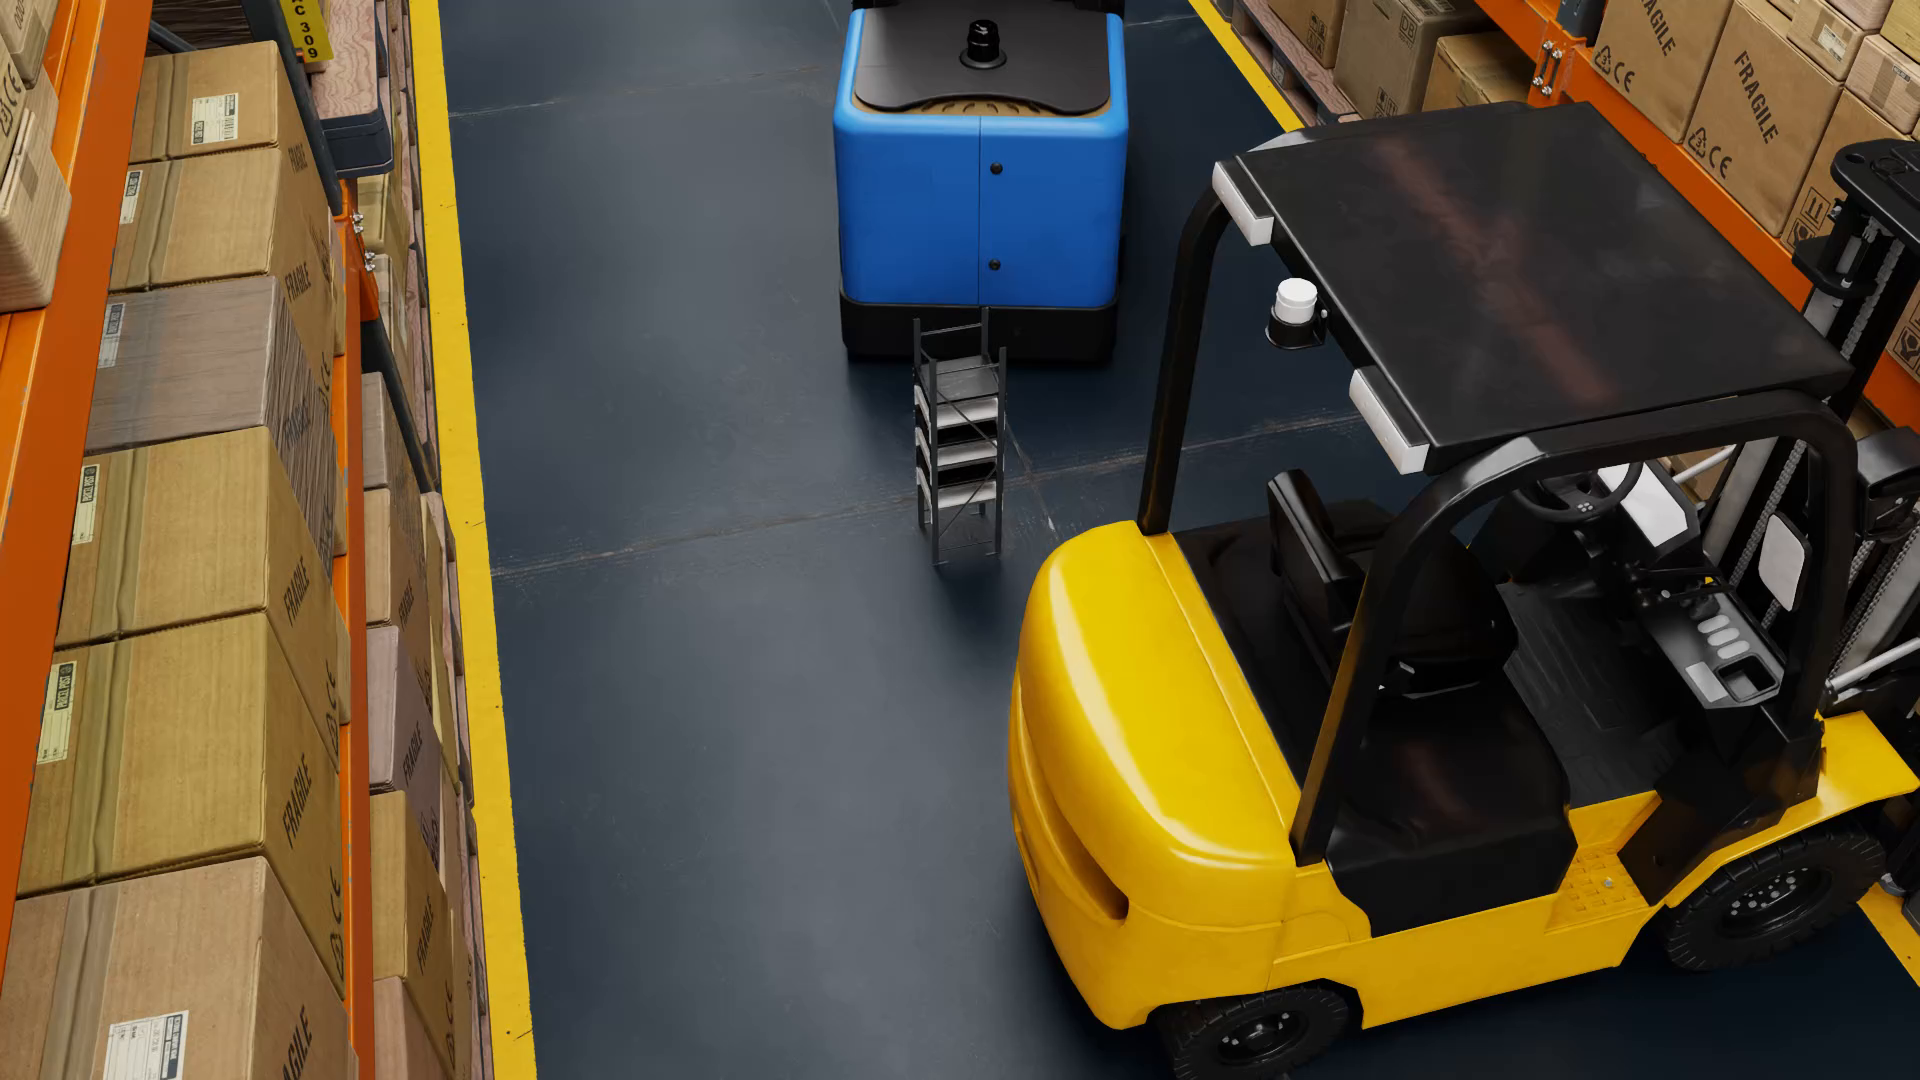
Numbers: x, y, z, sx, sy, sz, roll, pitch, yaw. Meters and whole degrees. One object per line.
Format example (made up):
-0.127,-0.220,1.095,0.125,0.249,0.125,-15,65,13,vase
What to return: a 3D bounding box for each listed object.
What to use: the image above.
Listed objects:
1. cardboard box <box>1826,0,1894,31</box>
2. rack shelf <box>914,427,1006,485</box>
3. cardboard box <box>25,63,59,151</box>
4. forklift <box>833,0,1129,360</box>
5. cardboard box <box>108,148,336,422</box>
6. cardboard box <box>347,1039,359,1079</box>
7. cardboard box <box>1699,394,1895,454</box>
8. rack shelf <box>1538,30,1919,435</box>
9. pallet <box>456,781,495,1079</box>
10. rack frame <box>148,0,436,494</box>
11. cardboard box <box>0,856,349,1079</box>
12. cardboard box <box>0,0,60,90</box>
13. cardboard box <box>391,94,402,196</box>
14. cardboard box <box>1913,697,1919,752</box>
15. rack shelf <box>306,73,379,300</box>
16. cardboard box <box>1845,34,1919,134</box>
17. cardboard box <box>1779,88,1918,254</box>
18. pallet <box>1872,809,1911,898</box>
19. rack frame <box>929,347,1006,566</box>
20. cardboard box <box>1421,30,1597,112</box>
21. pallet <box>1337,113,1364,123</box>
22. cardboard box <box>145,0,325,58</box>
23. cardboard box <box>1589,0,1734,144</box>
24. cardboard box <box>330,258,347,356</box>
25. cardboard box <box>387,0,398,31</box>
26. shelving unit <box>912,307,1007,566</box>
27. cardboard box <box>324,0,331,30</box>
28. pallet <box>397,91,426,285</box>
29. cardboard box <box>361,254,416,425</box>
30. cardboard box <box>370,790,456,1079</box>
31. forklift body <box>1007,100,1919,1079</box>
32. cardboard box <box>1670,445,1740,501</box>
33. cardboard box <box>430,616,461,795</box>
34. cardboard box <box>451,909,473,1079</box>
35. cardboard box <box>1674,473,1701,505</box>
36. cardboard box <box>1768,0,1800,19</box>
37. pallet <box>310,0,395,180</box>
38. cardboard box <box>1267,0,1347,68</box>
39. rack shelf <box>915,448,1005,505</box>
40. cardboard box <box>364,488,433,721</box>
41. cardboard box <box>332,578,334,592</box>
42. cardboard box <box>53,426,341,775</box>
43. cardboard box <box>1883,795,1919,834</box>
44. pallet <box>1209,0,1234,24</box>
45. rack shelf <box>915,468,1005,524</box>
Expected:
2.498,-1.486,4.374,0.380,0.149,0.250,-10,46,-9,cardboard box
-0.002,-0.297,5.458,0.258,0.077,0.200,-11,47,-10,rack shelf
-1.478,-0.574,2.288,0.380,0.149,0.250,-12,47,-11,cardboard box
0.123,-2.750,6.393,1.130,2.935,3.031,2,46,1,forklift
-1.797,-0.543,3.904,0.500,0.500,0.500,-9,46,-9,cardboard box
-1.240,1.005,2.841,0.380,0.149,0.250,-10,46,-10,cardboard box
2.588,-0.376,4.950,0.500,0.250,0.500,-9,46,-9,cardboard box
3.020,-0.297,4.444,1.077,0.370,4.000,-11,47,-10,rack shelf
-1.767,1.258,4.370,1.003,0.211,1.213,-11,47,-10,pallet
-2.289,-1.019,4.649,1.000,3.000,0.127,-11,47,-10,rack frame
-1.254,0.868,2.520,0.500,0.500,0.500,-9,46,-9,cardboard box
-1.524,-0.814,2.244,0.500,0.250,0.500,-10,46,-9,cardboard box
-2.793,-1.584,6.748,0.950,0.372,0.625,-9,46,-9,cardboard box
2.835,0.493,4.448,0.500,0.250,0.500,-12,47,-11,cardboard box
-2.801,-2.148,6.259,1.077,0.370,4.000,-11,47,-10,rack shelf
2.554,-1.205,4.306,0.380,0.149,0.250,-11,47,-11,cardboard box
2.649,-0.904,4.466,0.500,0.500,0.500,-11,47,-11,cardboard box
2.987,0.447,5.164,1.003,0.211,1.213,-11,47,-10,pallet
0.024,-0.250,5.365,0.240,0.900,0.006,-11,47,-10,rack frame
2.364,-1.604,6.590,0.875,0.625,0.625,-9,46,-9,cardboard box
2.282,-1.455,7.028,1.003,0.211,1.213,-11,47,-10,pallet
-2.132,-1.682,4.725,0.500,0.500,0.500,-10,46,-9,cardboard box
2.369,-1.610,5.158,0.500,0.500,0.500,-12,47,-11,cardboard box
-1.842,-0.594,4.408,0.380,0.149,0.250,-10,46,-9,cardboard box
-3.178,-2.616,7.760,0.950,0.372,0.625,-14,47,-13,cardboard box
-0.002,-0.321,5.434,0.258,0.900,0.210,-11,47,-10,shelving unit
-2.181,-1.692,5.190,0.380,0.149,0.250,-10,46,-9,cardboard box
-2.806,-1.425,6.998,1.003,0.211,1.213,-11,47,-10,pallet
-2.426,-0.608,5.792,0.950,0.372,0.625,-10,46,-10,cardboard box
-1.470,0.963,3.812,0.500,0.500,0.500,-10,46,-10,cardboard box
1.283,0.154,4.094,2.313,2.155,1.214,-11,47,-10,forklift body
2.582,-0.202,5.129,0.500,0.250,0.500,-11,47,-11,cardboard box
-1.732,0.521,4.770,0.500,0.250,0.500,-12,47,-11,cardboard box
-1.480,1.222,4.083,0.500,0.250,0.500,-8,46,-8,cardboard box
2.604,-0.020,5.300,0.500,0.250,0.500,-10,46,-10,cardboard box
2.497,-1.570,4.664,0.380,0.149,0.250,-11,47,-10,cardboard box
-2.344,-1.506,5.260,1.003,0.211,1.213,-11,47,-10,pallet
1.978,-2.659,7.625,0.875,0.625,0.625,-12,47,-12,cardboard box
-0.002,-0.234,5.522,0.258,0.077,0.200,-11,47,-10,rack shelf
-1.746,0.244,4.517,0.500,0.500,0.500,-10,46,-10,cardboard box
-1.612,0.118,3.710,0.380,0.149,0.250,-11,47,-11,cardboard box
-1.524,0.167,3.208,0.500,0.500,0.500,-12,47,-11,cardboard box
2.869,0.689,4.606,0.500,0.250,0.500,-10,46,-10,cardboard box
1.657,-3.140,8.679,1.003,0.211,1.213,-11,47,-10,pallet
-0.002,-0.171,5.586,0.258,0.077,0.200,-11,47,-10,rack shelf
